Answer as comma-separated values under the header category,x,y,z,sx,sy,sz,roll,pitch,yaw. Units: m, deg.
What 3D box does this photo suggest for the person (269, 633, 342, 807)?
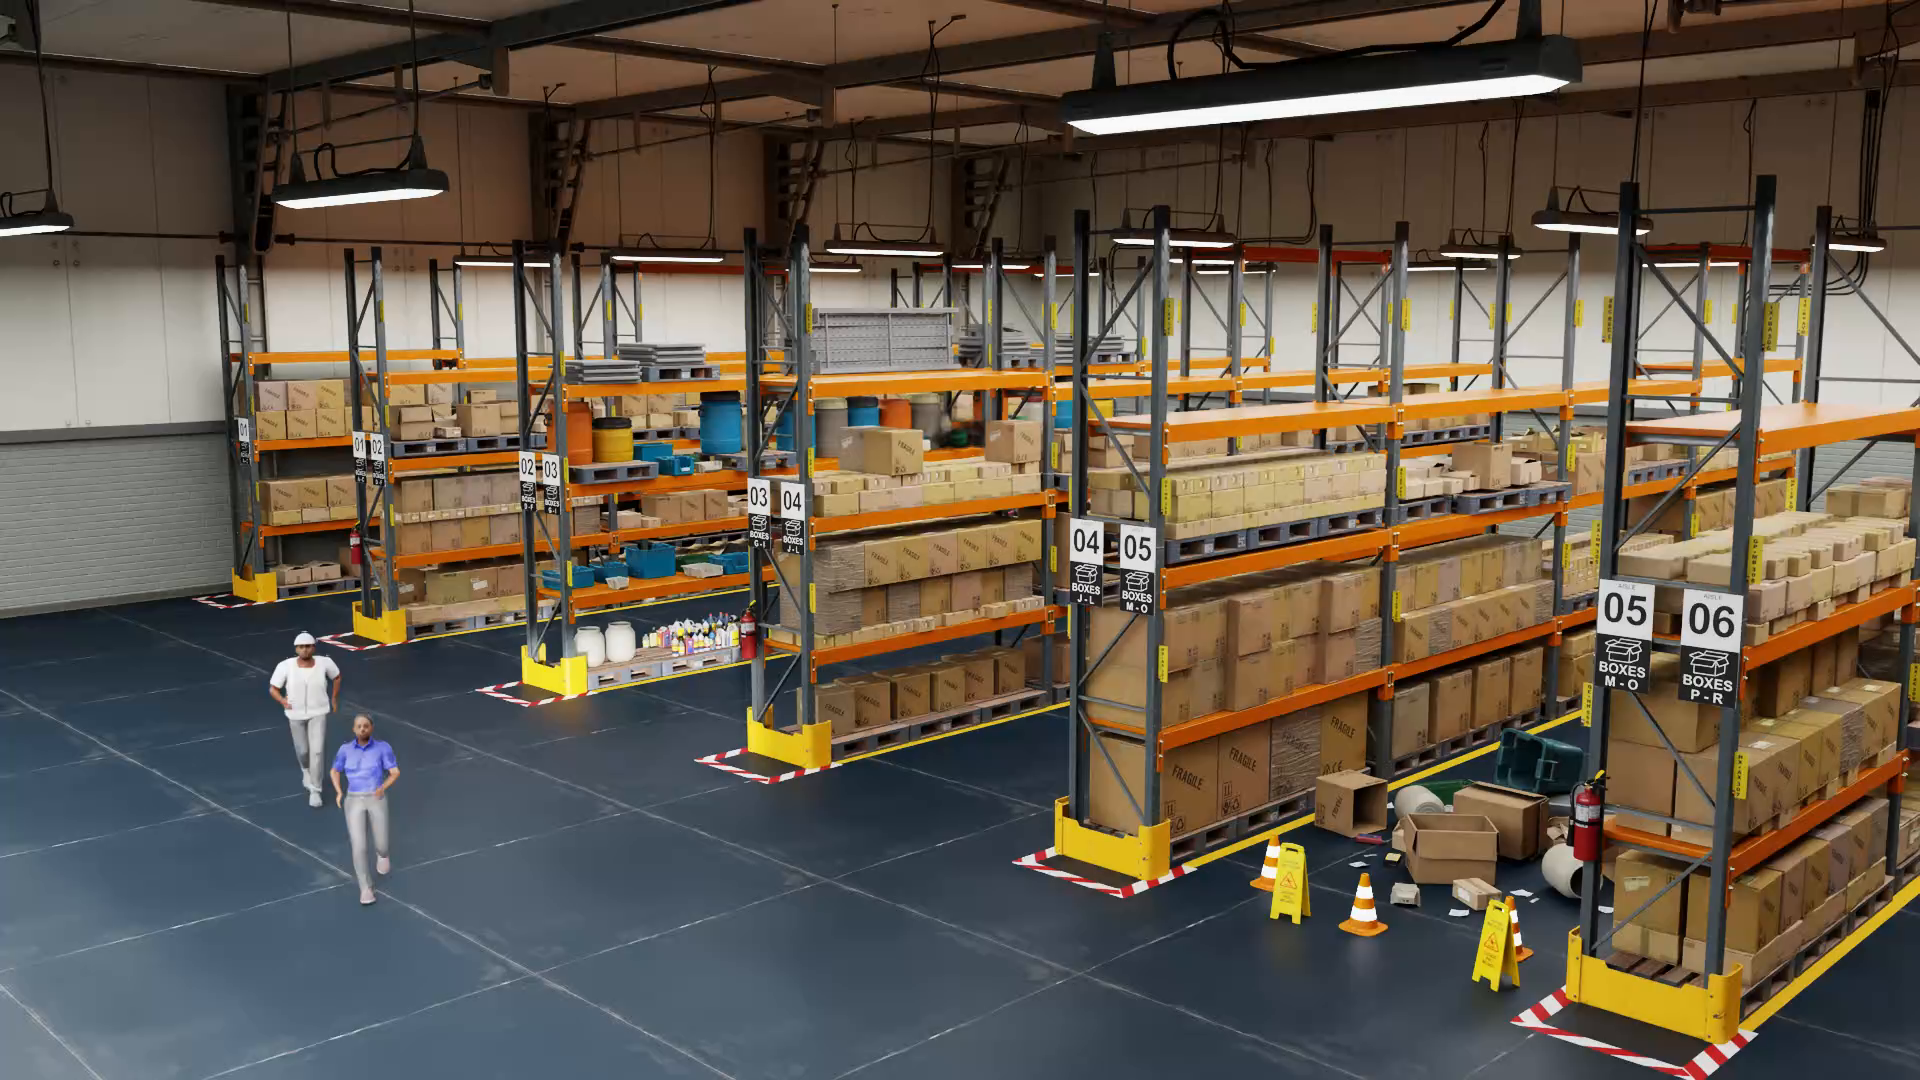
category,x,y,z,sx,sy,sz,roll,pitch,yaw
person,-6.831,1.830,17.391,0.699,1.763,0.932,-3,8,-17

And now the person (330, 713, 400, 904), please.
category,x,y,z,sx,sy,sz,roll,pitch,yaw
person,-5.220,2.310,14.606,0.584,1.612,0.738,-2,8,-16
